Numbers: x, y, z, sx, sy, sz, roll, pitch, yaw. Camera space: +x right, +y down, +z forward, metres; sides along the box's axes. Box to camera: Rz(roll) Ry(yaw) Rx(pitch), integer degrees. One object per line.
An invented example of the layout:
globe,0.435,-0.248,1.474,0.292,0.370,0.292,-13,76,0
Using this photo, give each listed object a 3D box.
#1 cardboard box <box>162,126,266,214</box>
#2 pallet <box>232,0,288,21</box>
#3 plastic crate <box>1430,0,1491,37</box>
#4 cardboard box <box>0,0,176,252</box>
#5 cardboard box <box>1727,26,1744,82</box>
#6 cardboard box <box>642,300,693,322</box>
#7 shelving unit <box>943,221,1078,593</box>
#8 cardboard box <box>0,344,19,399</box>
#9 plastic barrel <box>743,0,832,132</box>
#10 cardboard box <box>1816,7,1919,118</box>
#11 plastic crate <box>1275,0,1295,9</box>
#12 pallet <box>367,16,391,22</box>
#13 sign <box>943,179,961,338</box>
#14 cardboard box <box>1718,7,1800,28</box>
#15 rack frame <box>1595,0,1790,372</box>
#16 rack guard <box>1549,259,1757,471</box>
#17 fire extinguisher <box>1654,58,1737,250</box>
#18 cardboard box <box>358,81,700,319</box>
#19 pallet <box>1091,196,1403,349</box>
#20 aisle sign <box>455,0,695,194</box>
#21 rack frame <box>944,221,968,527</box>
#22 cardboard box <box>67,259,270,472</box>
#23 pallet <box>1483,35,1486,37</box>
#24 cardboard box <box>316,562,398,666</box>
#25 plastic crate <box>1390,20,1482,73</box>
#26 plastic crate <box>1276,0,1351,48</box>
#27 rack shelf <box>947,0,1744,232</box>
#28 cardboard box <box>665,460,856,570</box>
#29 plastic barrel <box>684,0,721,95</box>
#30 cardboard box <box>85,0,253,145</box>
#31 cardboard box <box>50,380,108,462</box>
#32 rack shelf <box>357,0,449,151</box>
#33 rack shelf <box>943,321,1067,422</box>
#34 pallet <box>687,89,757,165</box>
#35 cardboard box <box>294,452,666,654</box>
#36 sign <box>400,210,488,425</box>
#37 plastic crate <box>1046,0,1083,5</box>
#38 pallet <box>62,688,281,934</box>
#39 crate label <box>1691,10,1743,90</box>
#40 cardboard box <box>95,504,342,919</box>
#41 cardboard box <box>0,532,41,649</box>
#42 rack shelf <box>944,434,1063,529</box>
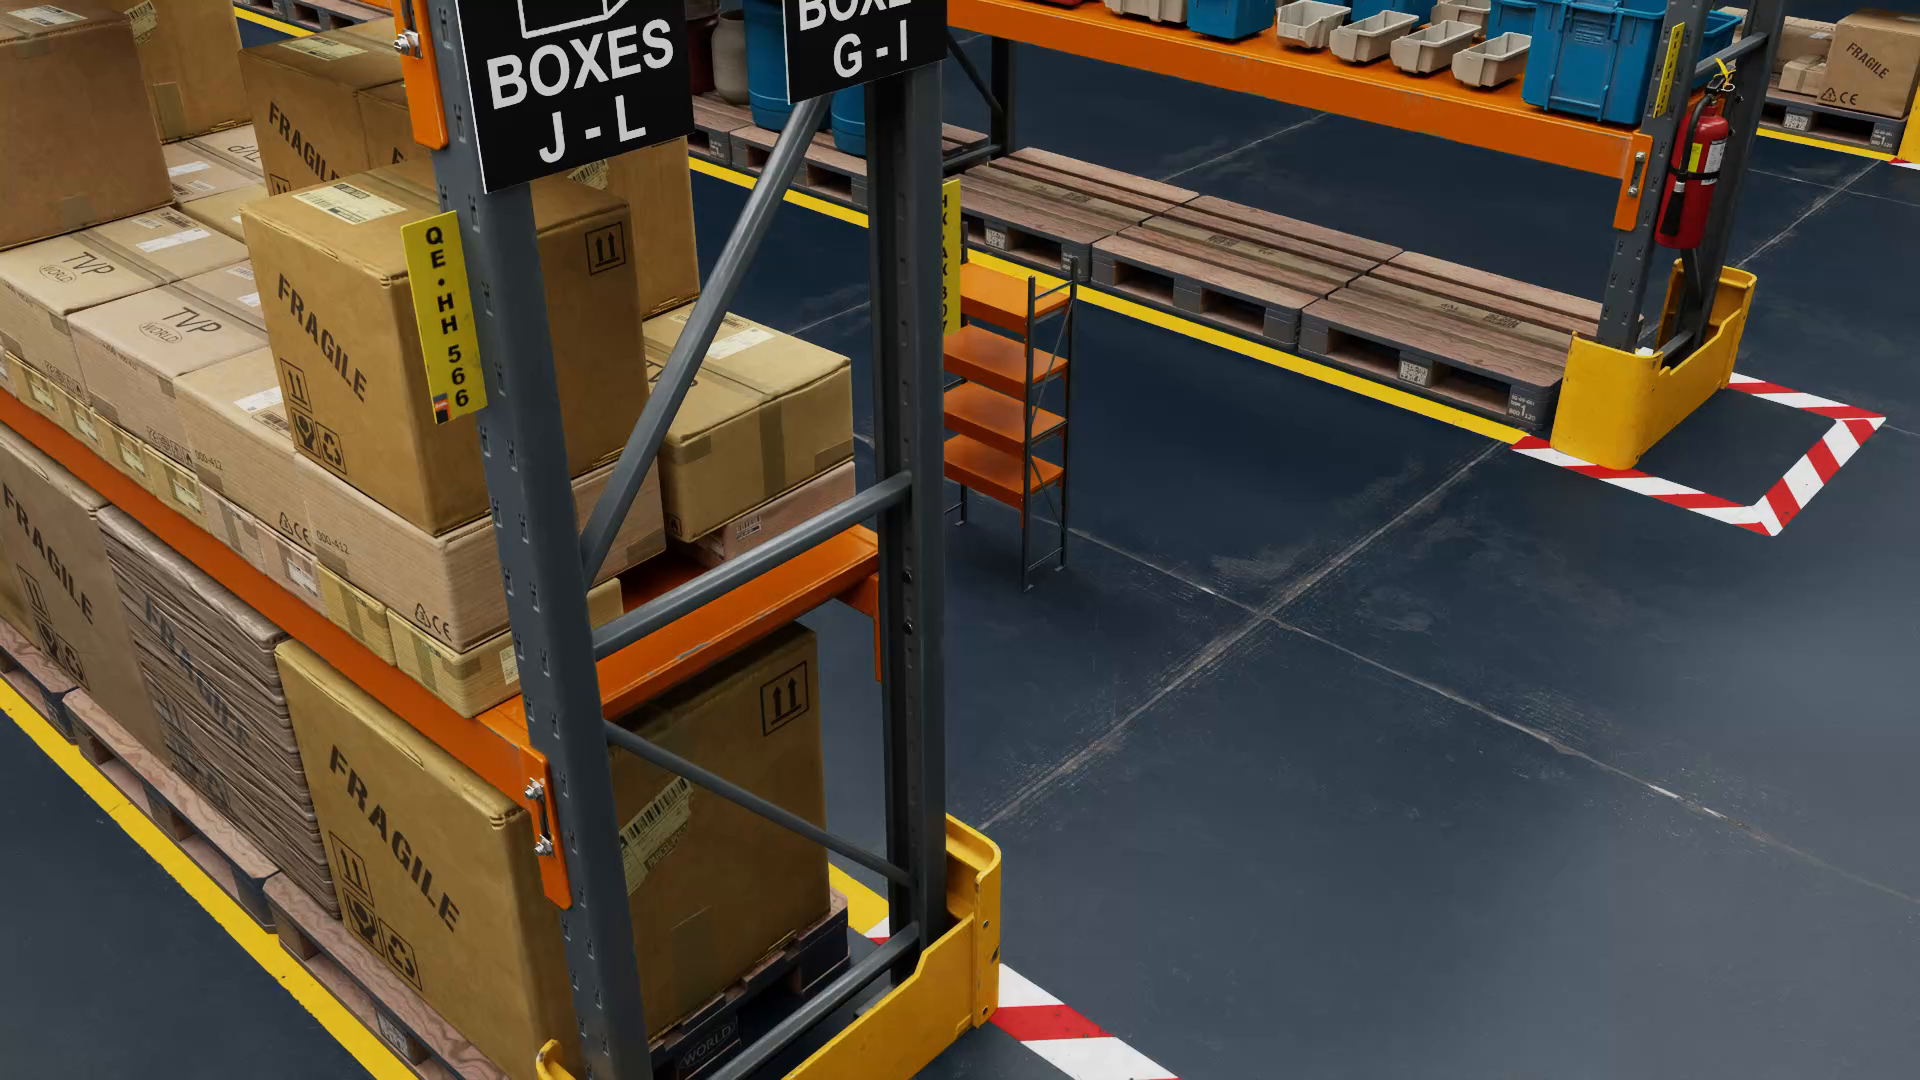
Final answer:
cardboard box,-2.109,-0.984,4.833,0.500,0.250,0.500,26,40,36
pallet,-5.376,-4.539,13.585,1.213,0.211,1.003,25,39,35
plastic crate,2.265,-2.339,7.424,0.298,0.136,0.250,25,39,35
cardboard box,-2.444,-1.097,4.294,0.500,0.500,0.500,24,38,34
cardboard box,4.986,-3.175,10.855,0.500,0.250,0.500,25,39,35
cardboard box,-0.976,-0.453,3.952,0.500,0.250,0.500,24,39,35
shelving unit,0.123,-0.457,5.845,0.503,1.200,0.258,25,39,35
cardboard box,-2.419,-0.542,4.486,0.250,0.149,0.380,26,39,36
plastic barrel,-0.970,-2.942,9.857,0.708,0.901,0.600,25,39,35
cardboard box,5.671,-2.942,10.225,0.500,0.500,0.500,25,39,35
plastic crate,1.440,-2.647,7.936,0.466,0.136,0.293,25,39,35
pallet,-3.567,-3.694,12.182,1.213,0.211,1.003,25,39,35
sign,-0.034,-0.558,3.353,0.005,0.325,0.100,25,39,35
cardboard box,5.285,-3.383,11.201,0.500,0.250,0.500,25,39,35
rack frame,2.912,-1.837,6.394,0.127,3.000,1.000,25,39,35
rack guard,2.939,-0.763,7.033,0.348,0.500,1.175,25,39,35
fire extinguisher,2.719,-1.418,6.134,0.183,0.674,0.296,25,39,35
cardboard box,-0.957,-0.770,3.751,0.500,0.500,0.500,24,38,34
pallet,1.427,-1.365,8.313,1.213,0.211,1.003,25,39,35
aisle sign,-0.559,-0.917,2.345,0.004,0.787,0.394,25,39,35
rack frame,-0.058,-0.541,5.986,0.015,1.200,0.240,25,39,35
cardboard box,-1.702,-0.425,3.904,0.500,0.250,0.500,24,38,34
pallet,3.782,-3.682,12.161,1.213,0.211,1.003,25,39,35
cardboard box,-1.090,0.078,3.456,0.250,0.149,0.380,25,39,36
plastic crate,1.981,-2.069,6.976,0.243,0.136,0.396,25,39,35
plastic crate,1.526,-2.251,7.279,0.250,0.136,0.298,25,39,35
rack shelf,1.430,-2.221,7.729,4.000,0.370,1.077,25,39,35
cardboard box,-0.453,-0.085,3.726,0.250,0.149,0.380,26,39,36
plastic barrel,-1.808,-3.199,10.587,0.708,0.588,0.600,25,39,35
cardboard box,-2.488,-1.480,4.931,0.500,0.500,0.500,25,39,36
cardboard box,-2.029,-0.362,4.187,0.250,0.149,0.380,26,40,36
rack shelf,-1.894,-1.612,3.809,4.000,0.370,1.077,25,39,35
rack shelf,0.123,-0.591,5.765,0.480,0.148,0.258,25,39,35
pallet,-1.506,-2.732,10.584,1.213,0.211,1.003,25,39,35
cardboard box,-0.949,-0.073,3.319,0.500,0.250,0.500,24,39,34
sign,-0.786,-0.338,2.551,0.005,0.325,0.100,25,39,35
plastic crate,0.440,-2.870,7.989,0.583,0.464,0.402,25,39,35
pallet,-1.957,0.582,5.078,1.213,0.211,1.003,25,39,35
crate label,2.950,-2.003,6.772,0.303,0.233,0.416,25,39,35
cardboard box,-1.614,0.281,4.527,0.875,0.875,0.875,25,39,35
cardboard box,-2.941,-0.338,5.557,0.875,0.875,0.875,25,39,35
rack shelf,0.123,-0.229,5.982,0.480,0.148,0.258,25,39,35
